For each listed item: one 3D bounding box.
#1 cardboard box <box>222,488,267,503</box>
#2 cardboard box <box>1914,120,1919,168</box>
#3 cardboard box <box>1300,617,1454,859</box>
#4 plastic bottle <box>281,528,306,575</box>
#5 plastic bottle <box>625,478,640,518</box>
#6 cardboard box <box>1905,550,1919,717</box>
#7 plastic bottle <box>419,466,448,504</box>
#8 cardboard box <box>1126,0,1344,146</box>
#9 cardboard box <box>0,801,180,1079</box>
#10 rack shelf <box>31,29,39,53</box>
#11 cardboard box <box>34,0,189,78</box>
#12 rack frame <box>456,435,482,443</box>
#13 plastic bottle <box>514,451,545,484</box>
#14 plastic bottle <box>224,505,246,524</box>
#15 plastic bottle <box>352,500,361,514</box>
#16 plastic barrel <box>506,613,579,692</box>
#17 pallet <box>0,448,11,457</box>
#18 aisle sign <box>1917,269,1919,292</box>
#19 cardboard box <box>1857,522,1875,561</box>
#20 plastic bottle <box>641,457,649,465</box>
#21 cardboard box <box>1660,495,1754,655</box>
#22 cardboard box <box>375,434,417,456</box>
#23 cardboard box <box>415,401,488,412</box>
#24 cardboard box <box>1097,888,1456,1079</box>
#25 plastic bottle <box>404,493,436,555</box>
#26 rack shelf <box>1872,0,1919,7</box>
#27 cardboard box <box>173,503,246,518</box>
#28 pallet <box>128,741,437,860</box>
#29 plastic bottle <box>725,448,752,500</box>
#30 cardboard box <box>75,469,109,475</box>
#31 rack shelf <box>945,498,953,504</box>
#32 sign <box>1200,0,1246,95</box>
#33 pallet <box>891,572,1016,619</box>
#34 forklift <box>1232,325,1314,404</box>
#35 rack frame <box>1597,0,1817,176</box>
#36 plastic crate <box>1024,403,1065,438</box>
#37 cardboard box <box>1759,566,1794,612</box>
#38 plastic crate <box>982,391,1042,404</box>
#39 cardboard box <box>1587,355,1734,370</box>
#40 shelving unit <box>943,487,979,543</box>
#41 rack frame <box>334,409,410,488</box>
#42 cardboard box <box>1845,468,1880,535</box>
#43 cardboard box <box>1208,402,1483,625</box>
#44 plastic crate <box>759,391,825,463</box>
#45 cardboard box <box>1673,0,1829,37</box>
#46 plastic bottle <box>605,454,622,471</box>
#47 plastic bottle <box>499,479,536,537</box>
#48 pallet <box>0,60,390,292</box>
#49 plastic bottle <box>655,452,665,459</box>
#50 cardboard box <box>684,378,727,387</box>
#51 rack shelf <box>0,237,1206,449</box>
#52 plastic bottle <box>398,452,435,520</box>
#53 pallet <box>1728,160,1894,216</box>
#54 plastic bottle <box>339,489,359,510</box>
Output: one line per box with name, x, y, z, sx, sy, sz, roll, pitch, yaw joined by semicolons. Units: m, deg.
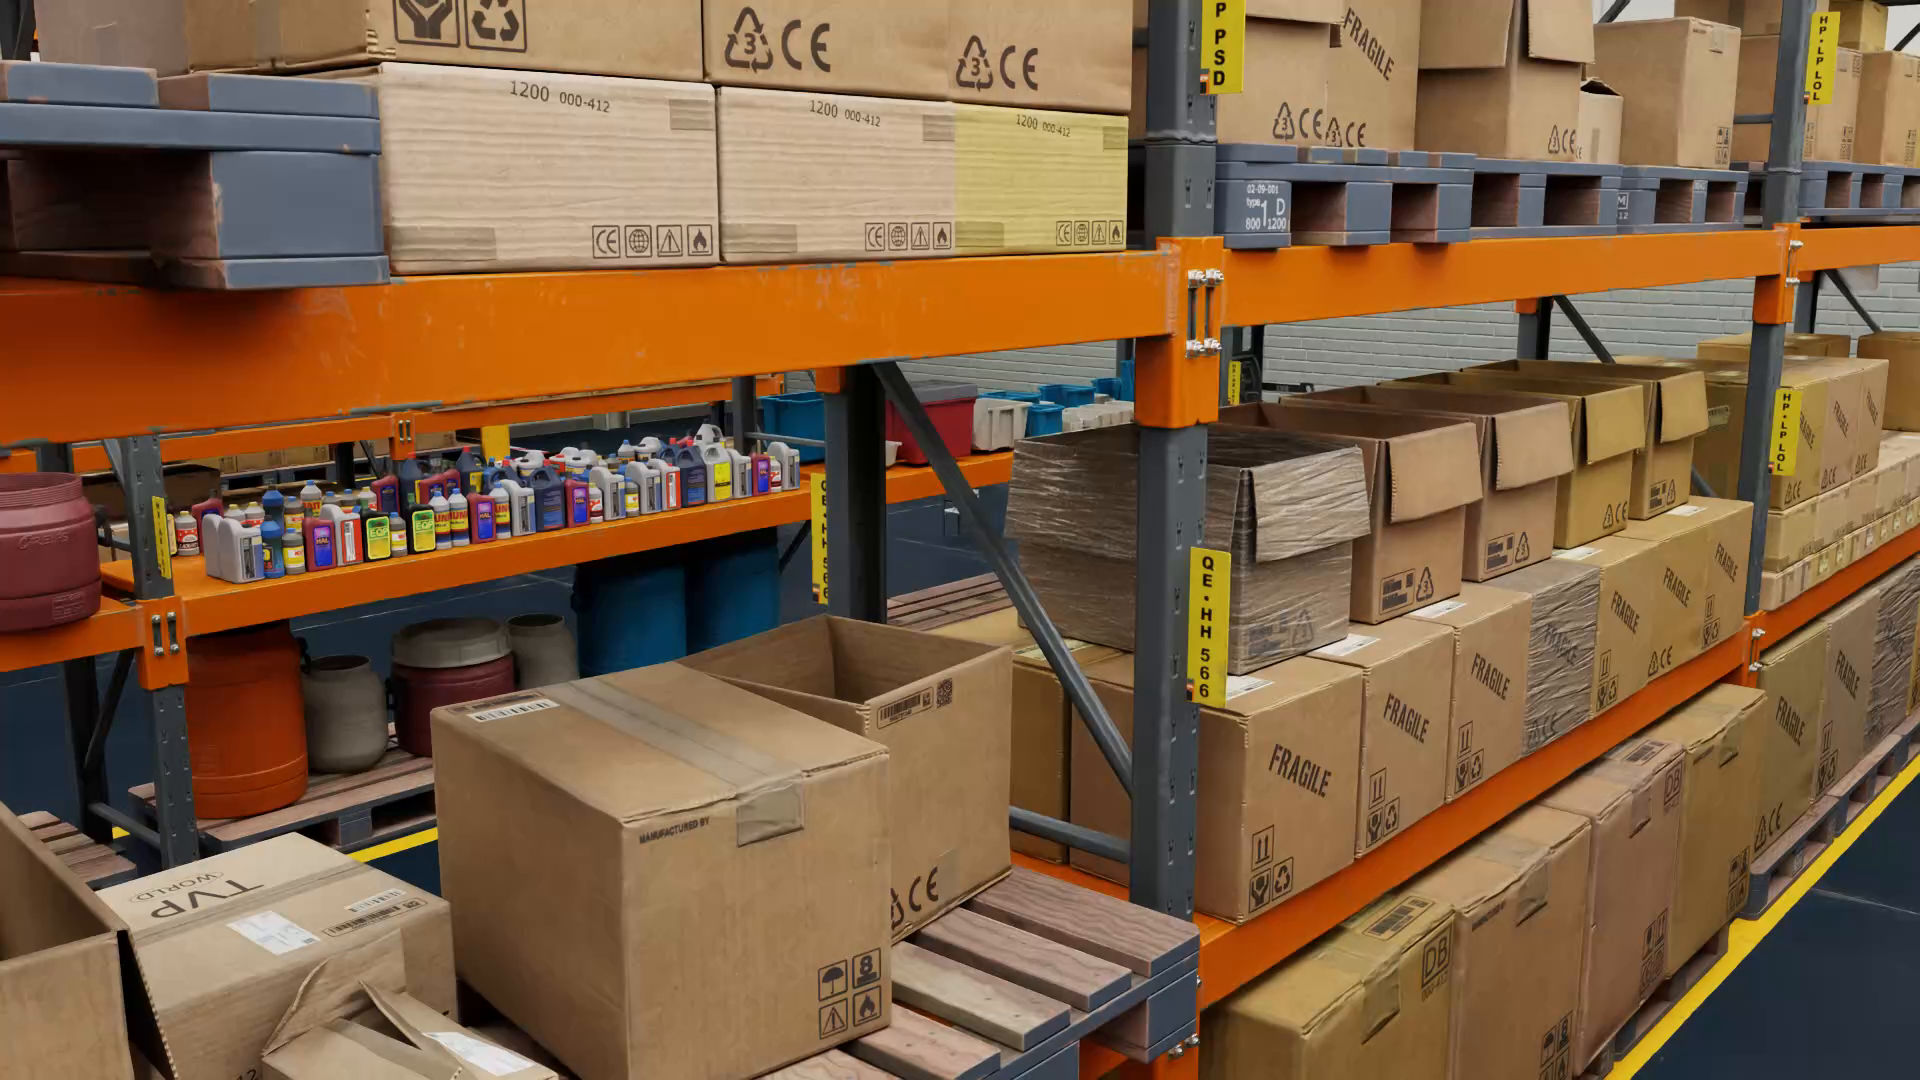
cardboard box;-5.554;-0.100;12.814;0.500;0.500;0.500;10;15;41
cardboard box;4.607;-2.161;8.634;0.700;0.500;0.500;9;14;38
cardboard box;0.955;0.478;4.403;0.500;0.500;0.500;9;15;39
plastic bottle;-2.940;0.047;7.324;0.097;0.201;0.097;0;11;0
plastic bottle;-1.725;-0.224;8.679;0.097;0.201;0.097;0;11;0
cardboard box;5.009;0.403;9.386;0.875;0.875;0.875;10;15;40
plastic bottle;-2.698;-0.235;8.526;0.061;0.283;0.133;10;15;40
cardboard box;0.439;-1.187;4.000;0.797;0.503;0.637;11;16;44
cardboard box;-1.475;0.705;2.188;0.637;0.503;0.797;-10;15;-42
rack shelf;-6.028;-3.329;11.260;1.077;0.370;4.000;10;15;40
cardboard box;-1.077;-0.940;2.571;0.500;0.500;0.500;9;15;39
rack frame;-5.791;-2.458;19.362;1.000;3.000;0.127;10;15;40
plastic bottle;-2.345;-0.339;9.067;0.152;0.276;0.135;10;15;40
plastic bottle;-3.441;-0.066;7.892;0.097;0.201;0.097;0;11;0
plastic bottle;-2.744;-0.049;7.626;0.097;0.271;0.097;0;11;0
plastic barrel;-2.268;0.679;8.935;0.421;0.512;0.421;0;11;0
pallet;-6.953;-0.656;10.828;1.213;0.211;1.003;10;15;40
aisle sign;5.645;-1.784;9.347;0.394;0.787;0.004;10;15;40
cardboard box;4.032;-0.017;7.778;0.380;0.149;0.250;10;15;41
plastic bottle;-1.687;-0.312;8.942;0.097;0.271;0.097;0;11;0
cardboard box;2.628;0.106;6.265;0.500;0.500;0.500;10;15;41
cardboard box;-6.508;-1.249;18.616;0.700;0.500;0.500;10;15;40
cardboard box;-4.166;-1.319;13.400;0.500;0.500;0.500;10;15;42
cardboard box;0.562;1.377;4.511;1.225;0.875;0.875;9;14;38
plastic bottle;-2.521;-0.081;7.756;0.061;0.283;0.133;10;15;40
rack shelf;4.052;-2.636;7.791;1.077;0.370;4.000;10;15;40
cardboard box;-5.482;0.035;12.136;0.500;0.500;0.500;10;15;41
pallet;-3.141;1.246;7.936;1.003;0.211;1.213;10;15;40
plastic bottle;-1.248;-0.375;9.246;0.152;0.276;0.135;10;15;40
cardboard box;-8.762;-0.909;16.022;0.750;0.750;0.750;10;15;41
rack shelf;0.005;-0.322;14.653;0.258;0.077;0.200;10;15;40
sign;0.497;-1.014;3.152;0.100;0.325;0.005;10;15;40
pallet;0.272;0.485;11.745;1.003;0.211;1.213;10;15;40
forklift;2.562;-1.454;14.508;3.031;2.935;1.130;9;14;37
rack frame;2.731;-2.891;6.208;1.000;3.000;0.127;10;15;40
plastic crate;0.488;-0.790;11.280;0.416;0.233;0.300;10;15;40
cardboard box;3.176;0.174;6.823;0.380;0.149;0.250;10;15;40
plastic crate;0.372;-0.937;12.020;0.416;0.233;0.300;10;15;40
cardboard box;3.168;-0.564;7.586;0.500;0.500;0.500;10;15;41
shelving unit;0.005;-0.442;14.629;0.258;0.900;0.210;10;15;40
rack frame;-4.708;-1.230;13.211;1.000;3.000;0.127;10;15;40
cardboard box;3.908;-0.206;7.706;0.500;0.250;0.500;10;15;42
cardboard box;1.018;-0.102;4.748;0.797;0.503;0.637;10;15;42
plastic crate;-0.937;-0.723;10.562;0.392;0.384;0.575;10;15;40
cardboard box;3.357;-2.229;7.056;0.500;0.250;0.500;9;14;37
plastic bottle;-1.984;-0.391;9.518;0.097;0.201;0.097;0;11;0
plastic bottle;-2.186;-0.166;8.199;0.152;0.276;0.135;10;15;40
pallet;-1.380;-0.381;1.779;1.213;0.211;1.003;10;15;40
plastic bottle;-1.716;-0.406;9.591;0.097;0.201;0.097;0;11;0
cardboard box;-2.498;-1.690;15.257;0.500;0.500;0.500;10;15;41
rack shelf;-1.229;-0.184;2.153;1.077;0.370;4.000;10;15;40
plastic bottle;-2.792;-0.277;8.567;0.144;0.351;0.185;10;15;40
pallet;3.279;-1.495;7.107;1.003;0.211;1.213;10;15;40
plastic bottle;-3.055;-0.152;8.323;0.097;0.201;0.097;0;11;0
